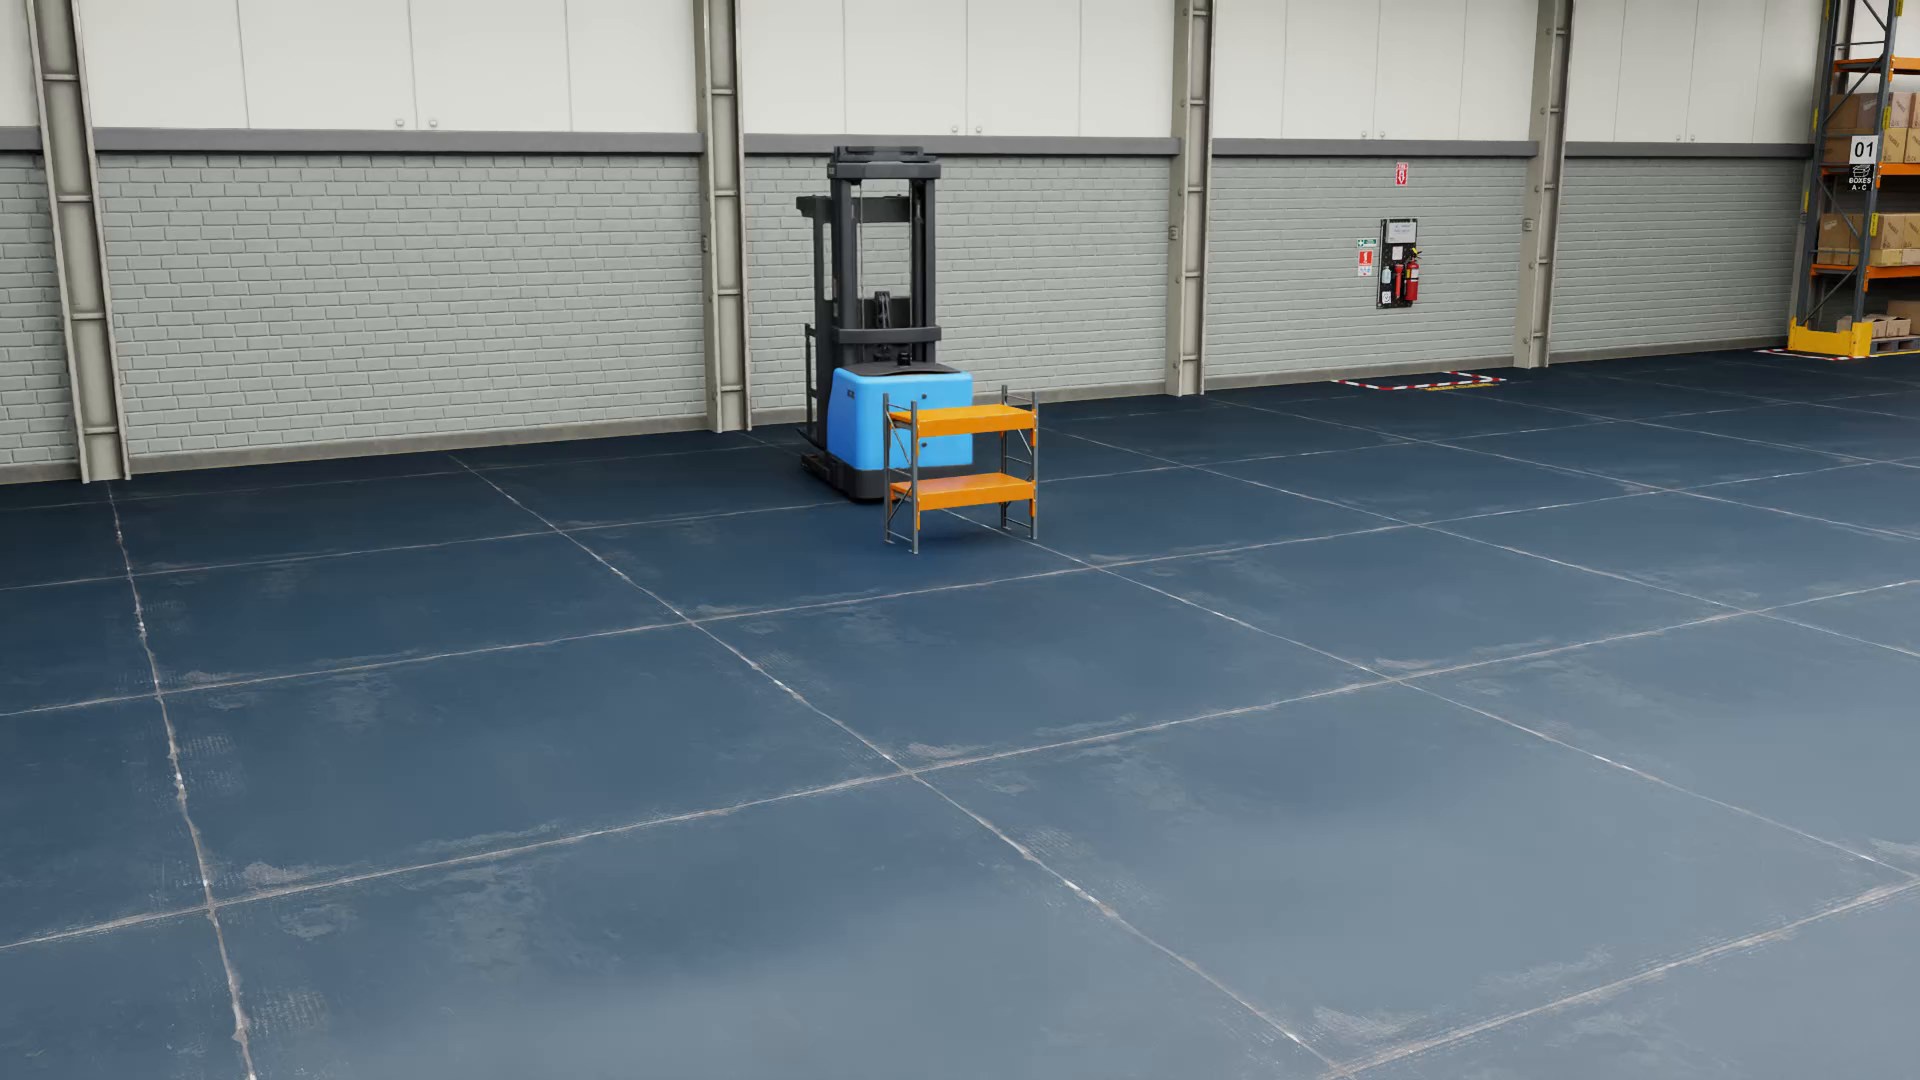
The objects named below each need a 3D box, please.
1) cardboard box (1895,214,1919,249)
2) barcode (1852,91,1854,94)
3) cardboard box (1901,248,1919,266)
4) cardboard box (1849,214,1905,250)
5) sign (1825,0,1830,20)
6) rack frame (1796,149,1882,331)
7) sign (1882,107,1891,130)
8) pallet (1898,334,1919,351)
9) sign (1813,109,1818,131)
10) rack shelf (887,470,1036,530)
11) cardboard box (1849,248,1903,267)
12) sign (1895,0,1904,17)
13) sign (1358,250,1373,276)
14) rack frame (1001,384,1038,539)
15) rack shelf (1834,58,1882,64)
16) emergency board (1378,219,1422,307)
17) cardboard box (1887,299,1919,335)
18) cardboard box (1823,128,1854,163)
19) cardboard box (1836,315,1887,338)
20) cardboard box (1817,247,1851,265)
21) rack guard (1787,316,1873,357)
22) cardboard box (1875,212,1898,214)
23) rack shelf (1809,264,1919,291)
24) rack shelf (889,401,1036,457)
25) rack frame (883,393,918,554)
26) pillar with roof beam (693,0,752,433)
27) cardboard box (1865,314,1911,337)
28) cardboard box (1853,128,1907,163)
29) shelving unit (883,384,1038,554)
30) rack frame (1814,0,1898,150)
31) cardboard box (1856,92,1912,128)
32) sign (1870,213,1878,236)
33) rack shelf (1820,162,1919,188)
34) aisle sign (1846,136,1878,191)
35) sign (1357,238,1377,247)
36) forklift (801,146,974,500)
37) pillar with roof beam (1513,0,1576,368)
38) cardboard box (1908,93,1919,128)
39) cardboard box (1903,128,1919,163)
[{"bbox_3d":[14.122,-4.650,25.029,0.500,0.500,0.500,-7,14,-28],"label":"cardboard box"},{"bbox_3d":[13.504,-6.769,25.153,0.075,0.075,0.001,-7,14,-28],"label":"barcode"},{"bbox_3d":[14.150,-4.290,25.134,0.500,0.250,0.500,-7,15,-30],"label":"cardboard box"},{"bbox_3d":[13.683,-4.600,24.806,0.500,0.500,0.500,-7,14,-28],"label":"cardboard box"},{"bbox_3d":[12.872,-7.874,24.615,0.005,0.325,0.100,-7,14,-28],"label":"sign"},{"bbox_3d":[13.120,-4.306,24.909,0.127,3.000,1.000,-7,14,-28],"label":"rack frame"},{"bbox_3d":[13.381,-6.091,24.019,0.005,0.325,0.100,-7,14,-28],"label":"sign"},{"bbox_3d":[14.987,-3.159,26.166,1.213,0.211,1.003,-7,14,-28],"label":"pallet"},{"bbox_3d":[12.872,-6.310,24.967,0.005,0.325,0.100,-7,14,-28],"label":"sign"},{"bbox_3d":[0.006,-0.311,12.543,1.000,0.278,0.538,-7,14,-28],"label":"rack shelf"},{"bbox_3d":[13.701,-4.232,24.879,0.500,0.250,0.500,-7,15,-29],"label":"cardboard box"},{"bbox_3d":[13.380,-7.622,23.674,0.005,0.325,0.100,-7,14,-28],"label":"sign"},{"bbox_3d":[5.332,-3.641,21.875,0.234,0.329,0.001,-7,14,-28],"label":"sign"},{"bbox_3d":[0.452,-0.603,12.726,0.032,1.125,0.500,-7,14,-28],"label":"rack frame"},{"bbox_3d":[14.876,-7.220,25.235,3.809,0.052,0.919,-7,14,-28],"label":"rack shelf"},{"bbox_3d":[5.870,-3.662,22.050,0.636,1.158,0.192,-7,14,-28],"label":"emergency board"},{"bbox_3d":[14.939,-3.484,25.948,0.500,0.500,0.700,-8,15,-31],"label":"cardboard box"},{"bbox_3d":[13.365,-5.920,24.978,0.500,0.500,0.500,-6,14,-24],"label":"cardboard box"},{"bbox_3d":[13.771,-3.264,25.402,0.500,0.311,0.500,-9,15,-34],"label":"cardboard box"},{"bbox_3d":[13.438,-4.329,25.307,0.500,0.250,0.500,-7,14,-27],"label":"cardboard box"},{"bbox_3d":[13.187,-3.094,25.219,0.348,0.500,1.175,-7,14,-28],"label":"rack guard"},{"bbox_3d":[14.331,-4.805,25.715,0.500,0.500,0.500,-7,15,-29],"label":"cardboard box"},{"bbox_3d":[14.876,-4.165,25.923,4.000,0.370,1.077,-7,14,-28],"label":"rack shelf"},{"bbox_3d":[0.006,-0.835,12.425,1.000,0.278,0.538,-7,14,-28],"label":"rack shelf"},{"bbox_3d":[-0.440,-0.496,12.251,0.032,1.125,0.500,-7,14,-28],"label":"rack frame"},{"bbox_3d":[-0.416,-4.749,13.217,0.400,9.000,9.100,-7,14,-28],"label":"pillar with roof beam"},{"bbox_3d":[14.271,-3.324,25.668,0.500,0.311,0.500,-6,14,-23],"label":"cardboard box"},{"bbox_3d":[13.534,-5.814,24.508,0.500,0.500,0.500,-6,14,-26],"label":"cardboard box"},{"bbox_3d":[0.006,-0.549,12.489,1.048,1.125,0.538,-7,14,-28],"label":"shelving unit"},{"bbox_3d":[13.120,-7.232,24.250,0.127,3.000,1.000,-7,14,-28],"label":"rack frame"},{"bbox_3d":[13.575,-6.309,24.429,0.500,0.500,0.500,-8,15,-32],"label":"cardboard box"},{"bbox_3d":[13.381,-4.623,24.349,0.005,0.325,0.100,-7,14,-28],"label":"sign"},{"bbox_3d":[14.876,-5.628,25.593,4.000,0.370,1.077,-7,14,-28],"label":"rack shelf"},{"bbox_3d":[13.201,-5.508,24.333,0.004,0.787,0.394,-7,14,-28],"label":"aisle sign"},{"bbox_3d":[5.340,-3.898,21.812,0.331,0.109,0.001,-7,14,-28],"label":"sign"},{"bbox_3d":[-0.833,-2.047,15.029,1.130,2.935,3.031,-4,13,-18],"label":"forklift"},{"bbox_3d":[10.117,-6.012,18.827,0.400,9.000,9.100,-7,14,-28],"label":"pillar with roof beam"},{"bbox_3d":[14.039,-6.352,24.620,0.500,0.500,0.500,-7,14,-29],"label":"cardboard box"},{"bbox_3d":[14.022,-5.864,24.729,0.500,0.500,0.500,-6,14,-24],"label":"cardboard box"}]
